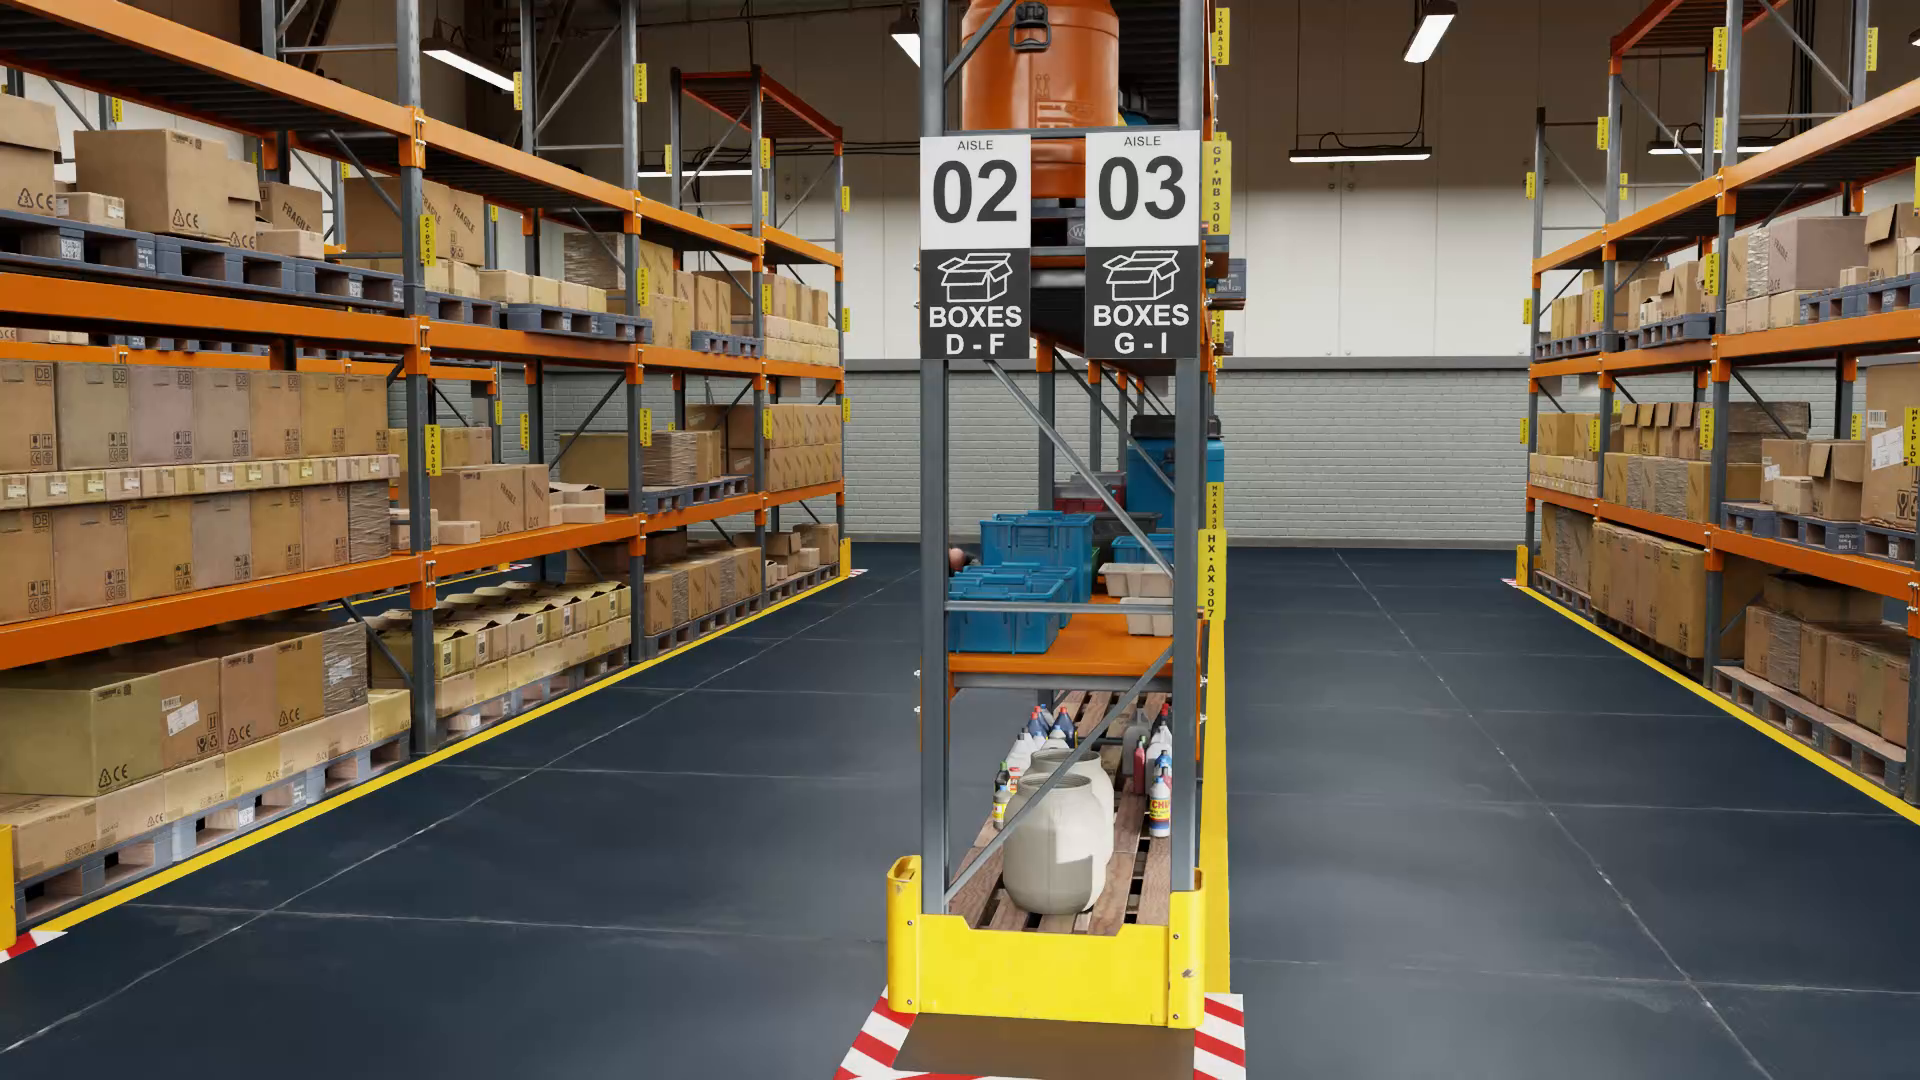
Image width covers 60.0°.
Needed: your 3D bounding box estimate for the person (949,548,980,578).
[{"bbox_3d":[-0.040,0.509,16.830,0.538,0.838,0.869,1,4,9],"label":"person"}]
